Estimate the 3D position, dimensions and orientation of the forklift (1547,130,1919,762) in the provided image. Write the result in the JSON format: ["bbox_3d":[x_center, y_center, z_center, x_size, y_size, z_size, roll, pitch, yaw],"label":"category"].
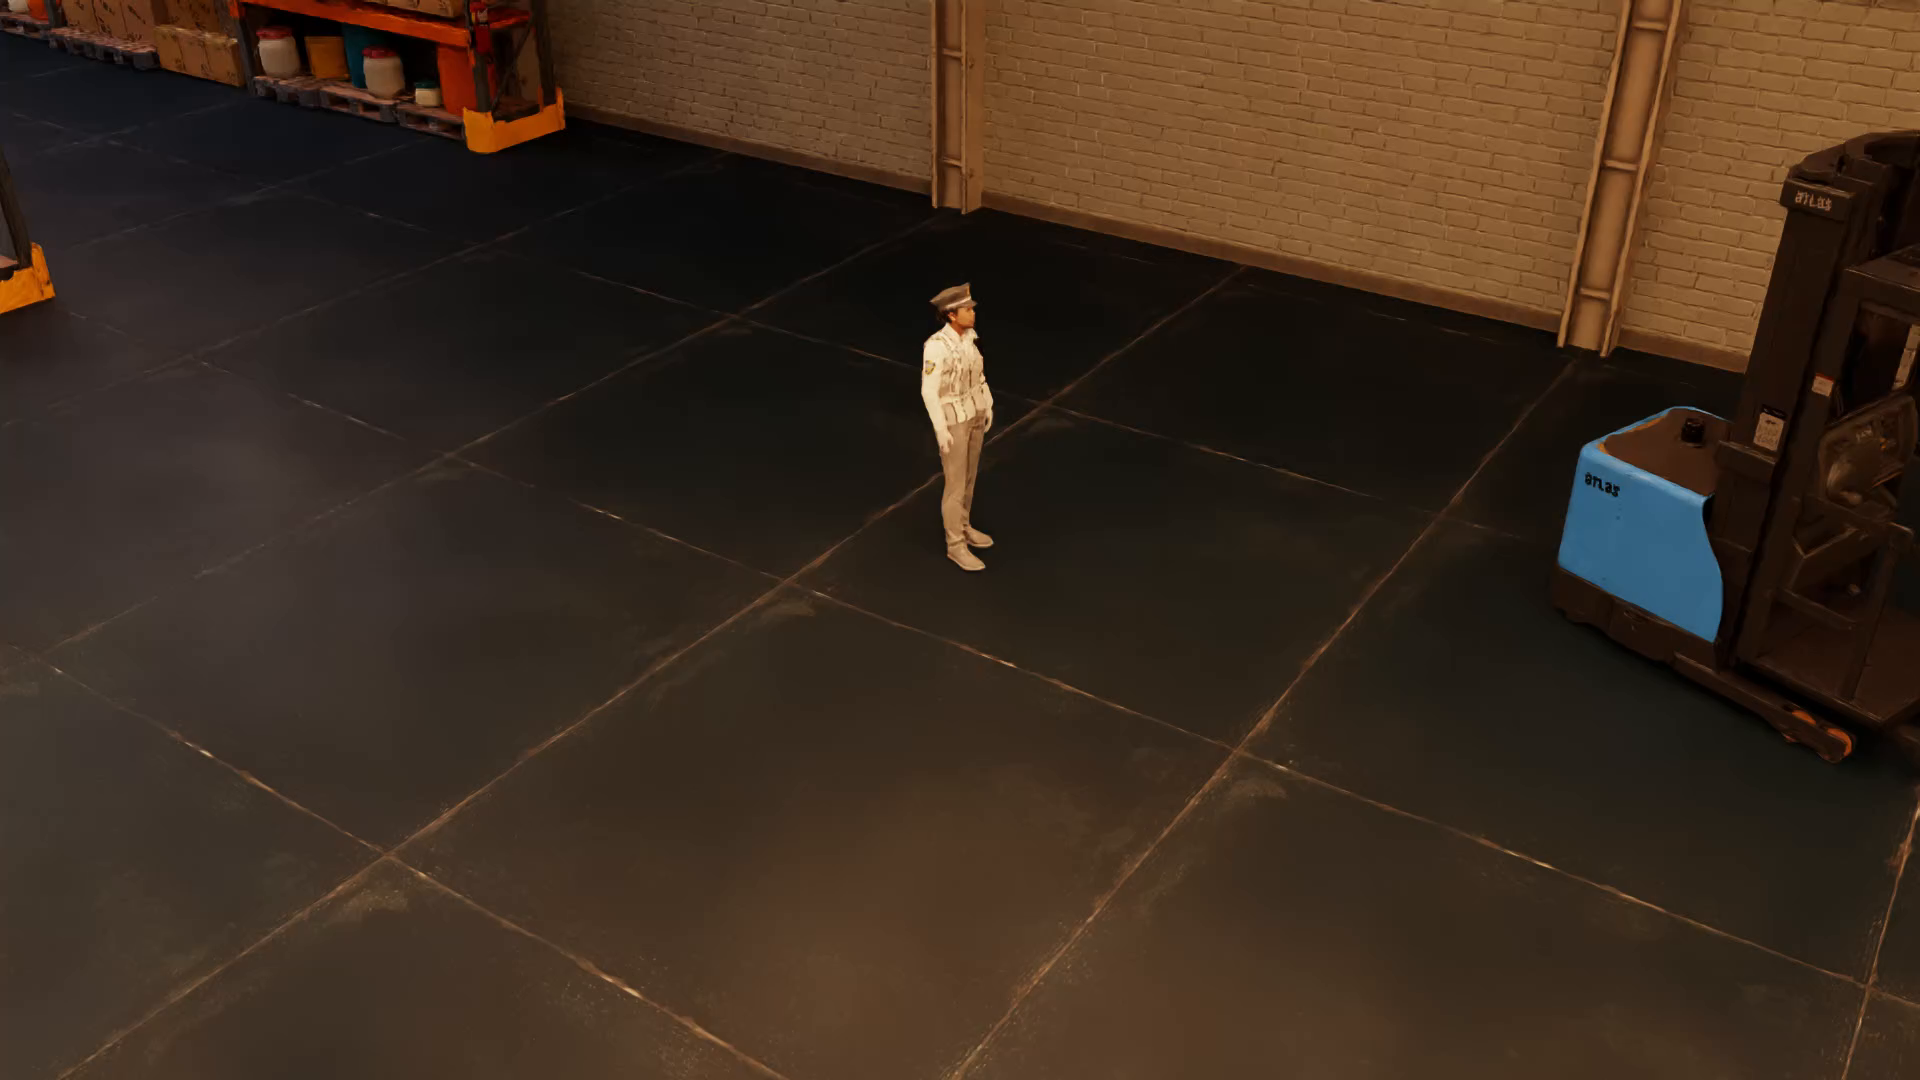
[{"bbox_3d":[4.721,-0.410,8.287,1.130,2.935,3.031,-20,36,-31],"label":"forklift"}]

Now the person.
[{"bbox_3d":[0.052,-0.717,10.033,0.533,1.695,0.586,19,35,29],"label":"person"}]
